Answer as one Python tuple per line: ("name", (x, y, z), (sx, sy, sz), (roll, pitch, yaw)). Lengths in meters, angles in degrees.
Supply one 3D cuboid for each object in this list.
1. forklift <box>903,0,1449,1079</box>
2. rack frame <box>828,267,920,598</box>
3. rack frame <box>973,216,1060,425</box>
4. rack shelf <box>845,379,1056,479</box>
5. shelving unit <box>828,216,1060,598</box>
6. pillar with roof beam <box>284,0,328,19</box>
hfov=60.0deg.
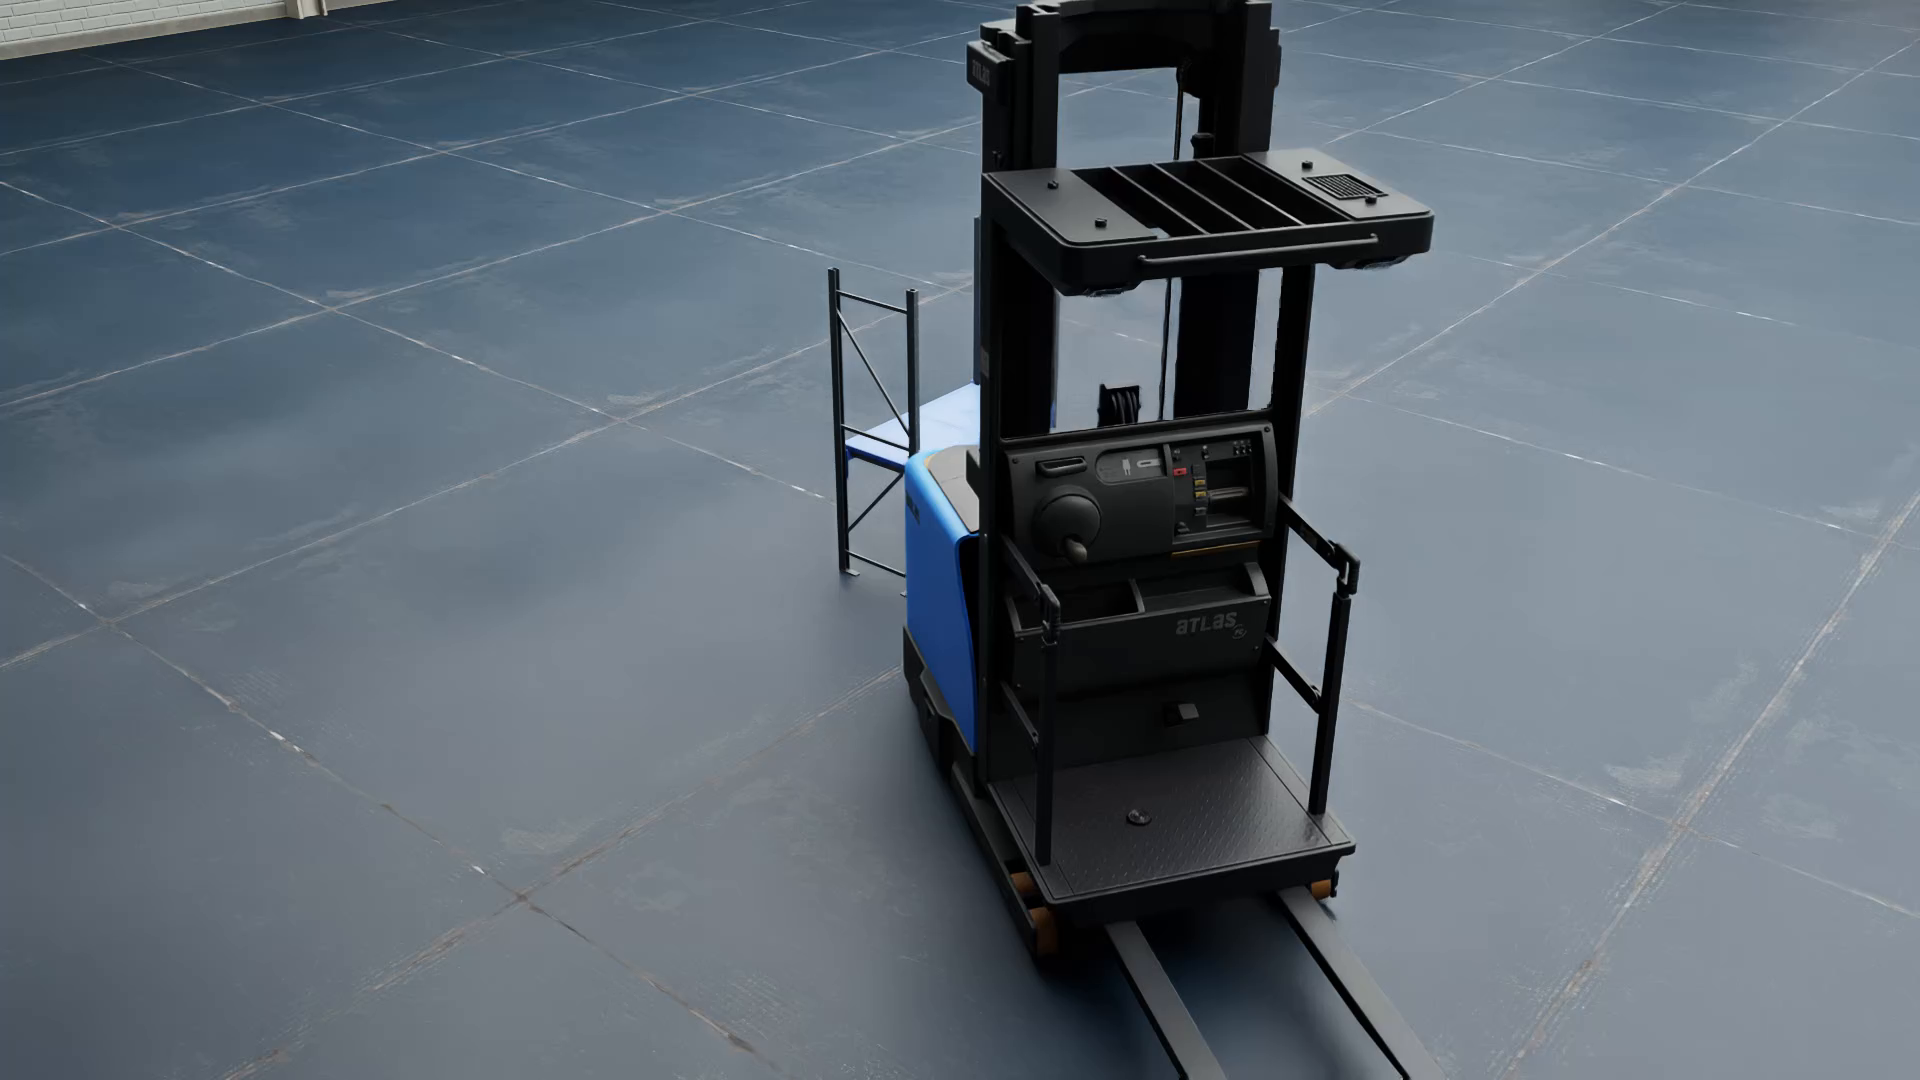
("forklift", (0.669, -0.113, 5.279), (1.130, 2.935, 3.031), (-8, 28, -15))
("rack frame", (-0.378, -0.456, 7.499), (0.500, 1.500, 0.032), (21, 34, 34))
("rack frame", (0.269, -0.816, 8.195), (0.500, 1.500, 0.032), (21, 34, 34))
("rack shelf", (-0.054, -0.476, 7.930), (0.538, 0.185, 1.000), (21, 34, 34))
("shelving unit", (-0.054, -0.636, 7.847), (0.538, 1.500, 1.048), (21, 34, 34))
("pillar with roof beam", (-4.974, -9.405, 16.637), (9.100, 9.000, 0.400), (21, 34, 34))
